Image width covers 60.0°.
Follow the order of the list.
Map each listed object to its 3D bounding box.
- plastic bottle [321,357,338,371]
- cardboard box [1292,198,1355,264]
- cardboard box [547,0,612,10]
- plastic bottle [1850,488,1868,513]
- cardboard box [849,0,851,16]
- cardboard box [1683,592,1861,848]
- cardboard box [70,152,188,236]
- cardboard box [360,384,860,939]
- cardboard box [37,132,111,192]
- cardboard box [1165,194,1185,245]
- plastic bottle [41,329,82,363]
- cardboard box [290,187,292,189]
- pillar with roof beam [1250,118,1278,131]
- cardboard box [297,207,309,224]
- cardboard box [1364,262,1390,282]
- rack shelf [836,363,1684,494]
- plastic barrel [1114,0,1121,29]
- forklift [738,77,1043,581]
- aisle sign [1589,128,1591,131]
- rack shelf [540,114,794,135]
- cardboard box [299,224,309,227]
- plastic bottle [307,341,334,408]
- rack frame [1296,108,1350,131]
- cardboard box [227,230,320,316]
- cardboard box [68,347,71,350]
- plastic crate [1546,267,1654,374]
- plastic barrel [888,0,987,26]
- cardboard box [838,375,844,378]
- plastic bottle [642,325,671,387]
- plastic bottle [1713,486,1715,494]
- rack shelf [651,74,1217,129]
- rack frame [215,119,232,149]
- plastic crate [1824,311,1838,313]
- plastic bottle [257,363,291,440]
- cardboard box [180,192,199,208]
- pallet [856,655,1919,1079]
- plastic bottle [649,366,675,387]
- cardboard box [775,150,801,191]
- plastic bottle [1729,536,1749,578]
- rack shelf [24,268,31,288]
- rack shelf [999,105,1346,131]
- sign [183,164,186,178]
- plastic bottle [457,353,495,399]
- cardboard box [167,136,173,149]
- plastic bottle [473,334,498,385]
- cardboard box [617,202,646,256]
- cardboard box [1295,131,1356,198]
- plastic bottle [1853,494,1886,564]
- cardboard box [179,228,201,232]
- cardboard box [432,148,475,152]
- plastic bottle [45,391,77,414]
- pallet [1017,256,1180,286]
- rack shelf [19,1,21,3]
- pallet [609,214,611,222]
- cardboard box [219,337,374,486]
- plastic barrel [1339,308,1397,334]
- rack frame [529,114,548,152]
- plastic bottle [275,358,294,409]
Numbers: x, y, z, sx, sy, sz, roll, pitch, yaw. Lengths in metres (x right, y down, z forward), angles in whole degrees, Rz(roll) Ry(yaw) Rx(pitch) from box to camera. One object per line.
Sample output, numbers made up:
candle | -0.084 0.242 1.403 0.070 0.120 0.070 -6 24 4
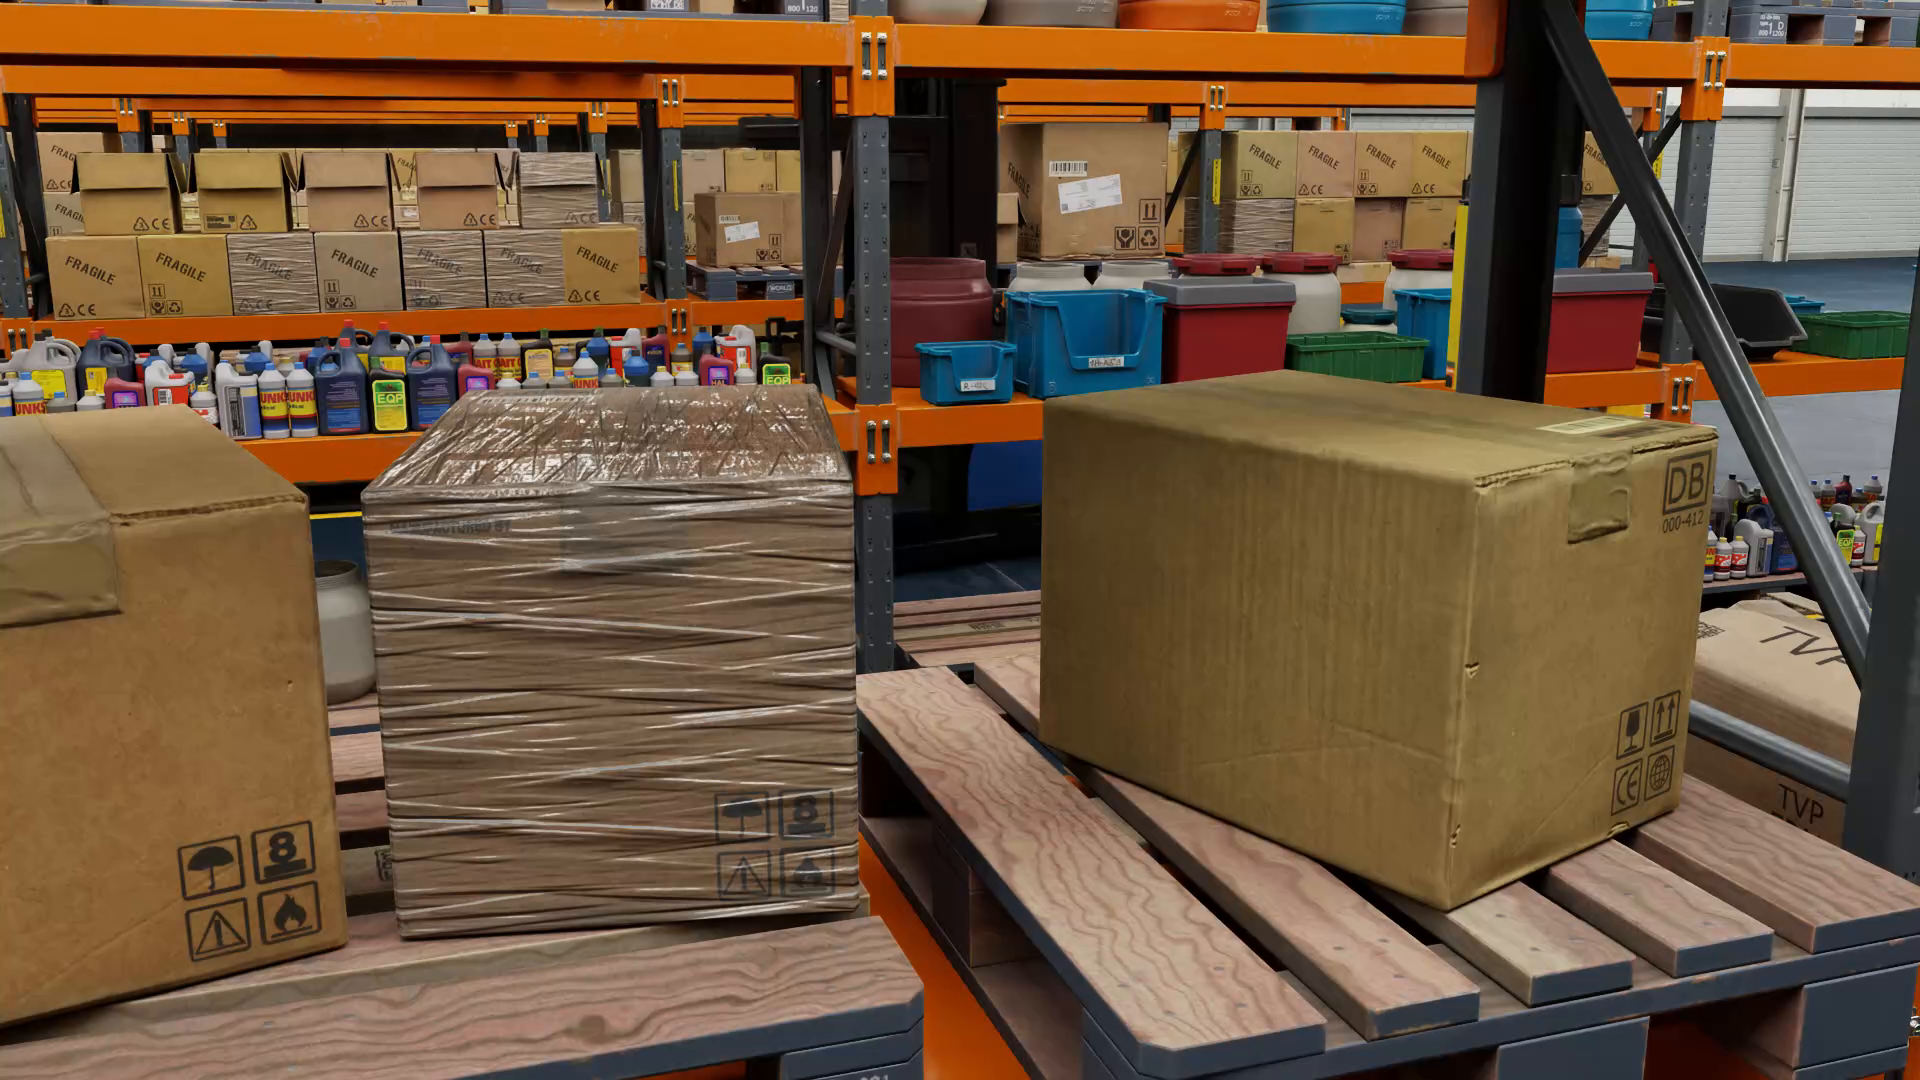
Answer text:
plastic bottle | -2.370 -0.554 6.270 0.097 0.271 0.097 0 13 0
cardboard box | 2.649 -2.451 13.108 0.500 0.500 0.875 -4 14 -18
cardboard box | -2.629 -3.567 11.044 0.637 0.503 0.797 -4 14 -15
plastic bottle | 5.173 -0.198 9.588 0.097 0.201 0.097 0 13 0
cardboard box | -0.590 -3.719 11.516 0.500 0.500 0.500 -5 14 -20
cardboard box | 1.441 0.285 2.655 0.500 0.311 0.500 -4 14 -15
cardboard box | -5.262 -2.204 10.544 0.637 0.503 0.797 -5 14 -20
cardboard box | -0.406 0.103 2.105 0.500 0.500 0.700 -2 13 -7
cardboard box | -7.710 -3.300 14.514 0.500 0.500 0.500 -5 14 -20
cardboard box | 2.111 -3.528 18.169 0.500 0.550 0.875 -4 14 -18
plastic bottle | -3.518 -0.648 6.492 0.185 0.351 0.144 -4 14 -18
cardboard box | -6.284 -3.216 15.531 0.250 0.149 0.380 -5 14 -18
pillar with roof beam | 6.874 -8.330 25.716 0.400 9.000 9.100 -4 14 -18
cardboard box | -5.840 -2.947 15.045 0.250 0.149 0.380 -4 14 -16
cardboard box | 3.194 -2.135 13.177 0.250 0.149 0.380 -4 14 -18
rack shelf | 1.402 -0.625 7.844 4.000 0.370 1.077 -4 14 -18
plastic barrel | 0.637 -2.365 7.419 0.301 0.262 0.301 0 13 0
forklift | -0.604 -1.339 9.439 3.031 2.935 1.130 -8 15 -29
aisle sign | 5.472 -3.840 14.185 0.004 0.787 0.394 -4 14 -18
rack shelf | -3.339 -5.344 21.202 4.000 0.370 1.077 -4 14 -18
cardboard box | -5.852 -2.801 15.071 0.250 0.149 0.380 -5 14 -21
plastic bottle | -2.596 -0.672 6.765 0.097 0.271 0.097 0 13 0
rack frame | 4.023 -3.600 18.794 0.127 3.000 1.000 -4 14 -18
cardboard box | -4.398 -1.721 10.679 0.500 0.500 0.500 -5 14 -19
cardboard box | -7.834 -1.710 14.817 0.250 0.149 0.380 -4 14 -17
plastic crate | 2.936 -1.051 7.942 0.583 0.464 0.402 -4 14 -18
plastic barrel | -0.102 -2.297 6.594 0.421 0.512 0.421 0 13 0
cardboard box | -0.923 -1.010 12.356 0.500 0.500 0.700 -6 15 -23
plastic bottle | -1.333 -0.796 7.258 0.133 0.283 0.061 -4 14 -18
plastic bottle | 4.139 -0.162 9.259 0.133 0.283 0.061 -3 14 -14
rack shelf | -0.178 -3.171 12.064 4.000 0.370 1.077 -4 14 -18
rack frame | -10.612 -4.881 24.179 0.127 3.000 1.000 -4 14 -18
plastic crate | 4.756 -1.170 9.149 0.437 0.136 0.530 -4 14 -18
plastic bottle | -2.509 -0.508 6.077 0.097 0.271 0.097 0 13 0
cardboard box | -6.831 -3.014 14.681 0.250 0.149 0.380 -4 14 -15
pallet | 0.462 0.418 2.319 1.003 0.211 1.213 -4 14 -18
plastic bottle | -1.167 -0.579 6.524 0.097 0.201 0.097 0 13 0
cardboard box | -1.682 -3.689 16.793 0.500 0.500 0.700 -5 14 -19
plastic bottle | 3.932 0.082 8.412 0.097 0.201 0.097 0 13 0
rack shelf | -9.246 -2.216 14.534 4.000 0.370 1.077 -4 14 -18
rack shelf | 2.127 -4.561 17.910 4.000 0.370 1.077 -4 14 -18
sign | -8.847 -4.130 18.983 0.005 0.325 0.100 -4 14 -18
plastic bottle | -1.824 -0.563 6.280 0.133 0.283 0.061 -4 14 -18
cardboard box | -9.407 -4.677 19.543 0.250 0.149 0.380 -5 14 -19
plastic bottle | -2.002 -0.733 7.022 0.097 0.271 0.097 0 13 0
cardboard box | -3.048 -3.032 16.191 0.500 0.500 0.500 -4 14 -17
cardboard box | 2.699 -2.904 12.849 0.500 0.500 0.500 -4 14 -18
plastic bottle | 4.777 -0.062 8.695 0.185 0.351 0.144 -5 14 -19
cardboard box | -5.037 -1.797 10.999 0.500 0.500 0.500 -4 14 -16
cardboard box | -6.124 -4.487 20.149 0.500 0.500 0.500 -4 14 -17
plastic bottle | -3.167 -0.423 5.869 0.097 0.201 0.097 0 13 0
pallet | 0.947 -2.091 12.868 1.213 0.211 1.003 -4 14 -18
rack shelf | -12.507 -7.300 22.948 4.000 0.370 1.077 -4 14 -18
pallet | -4.593 -4.070 21.186 1.003 0.211 1.213 -4 14 -18
cardboard box | -4.418 -0.907 11.159 0.875 0.875 1.225 -5 14 -20
plastic barrel | 1.994 -0.992 8.128 0.301 0.262 0.301 0 13 0
rack frame | -5.234 -4.087 20.845 0.127 3.000 1.000 -4 14 -18
plastic bottle | -2.742 -0.642 6.787 0.097 0.201 0.097 0 13 0
